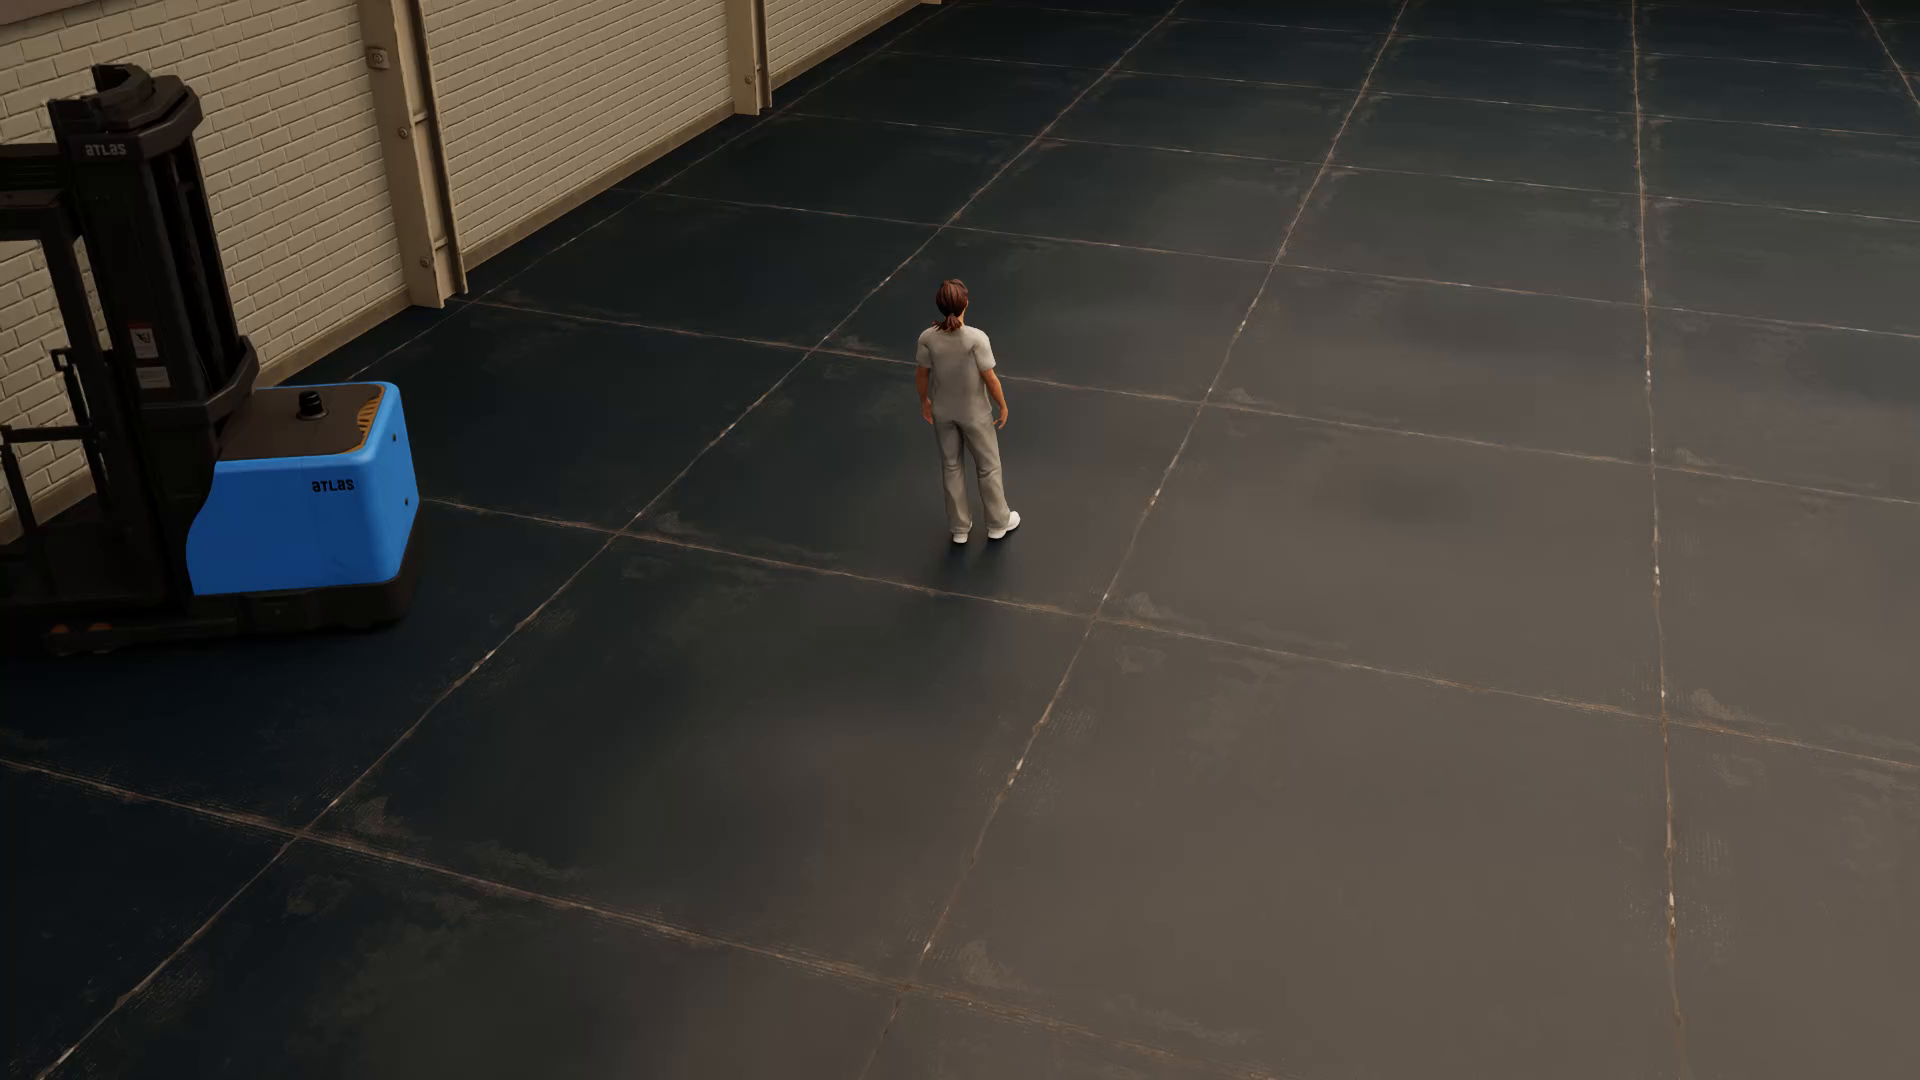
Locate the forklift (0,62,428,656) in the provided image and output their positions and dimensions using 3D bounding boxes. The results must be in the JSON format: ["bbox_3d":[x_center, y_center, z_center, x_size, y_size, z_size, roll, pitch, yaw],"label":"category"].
[{"bbox_3d":[-4.638,-0.924,8.757,3.031,2.935,1.130,-4,30,-7],"label":"forklift"}]

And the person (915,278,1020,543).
[{"bbox_3d":[0.037,-0.767,9.734,0.549,1.675,0.549,10,31,16],"label":"person"}]
